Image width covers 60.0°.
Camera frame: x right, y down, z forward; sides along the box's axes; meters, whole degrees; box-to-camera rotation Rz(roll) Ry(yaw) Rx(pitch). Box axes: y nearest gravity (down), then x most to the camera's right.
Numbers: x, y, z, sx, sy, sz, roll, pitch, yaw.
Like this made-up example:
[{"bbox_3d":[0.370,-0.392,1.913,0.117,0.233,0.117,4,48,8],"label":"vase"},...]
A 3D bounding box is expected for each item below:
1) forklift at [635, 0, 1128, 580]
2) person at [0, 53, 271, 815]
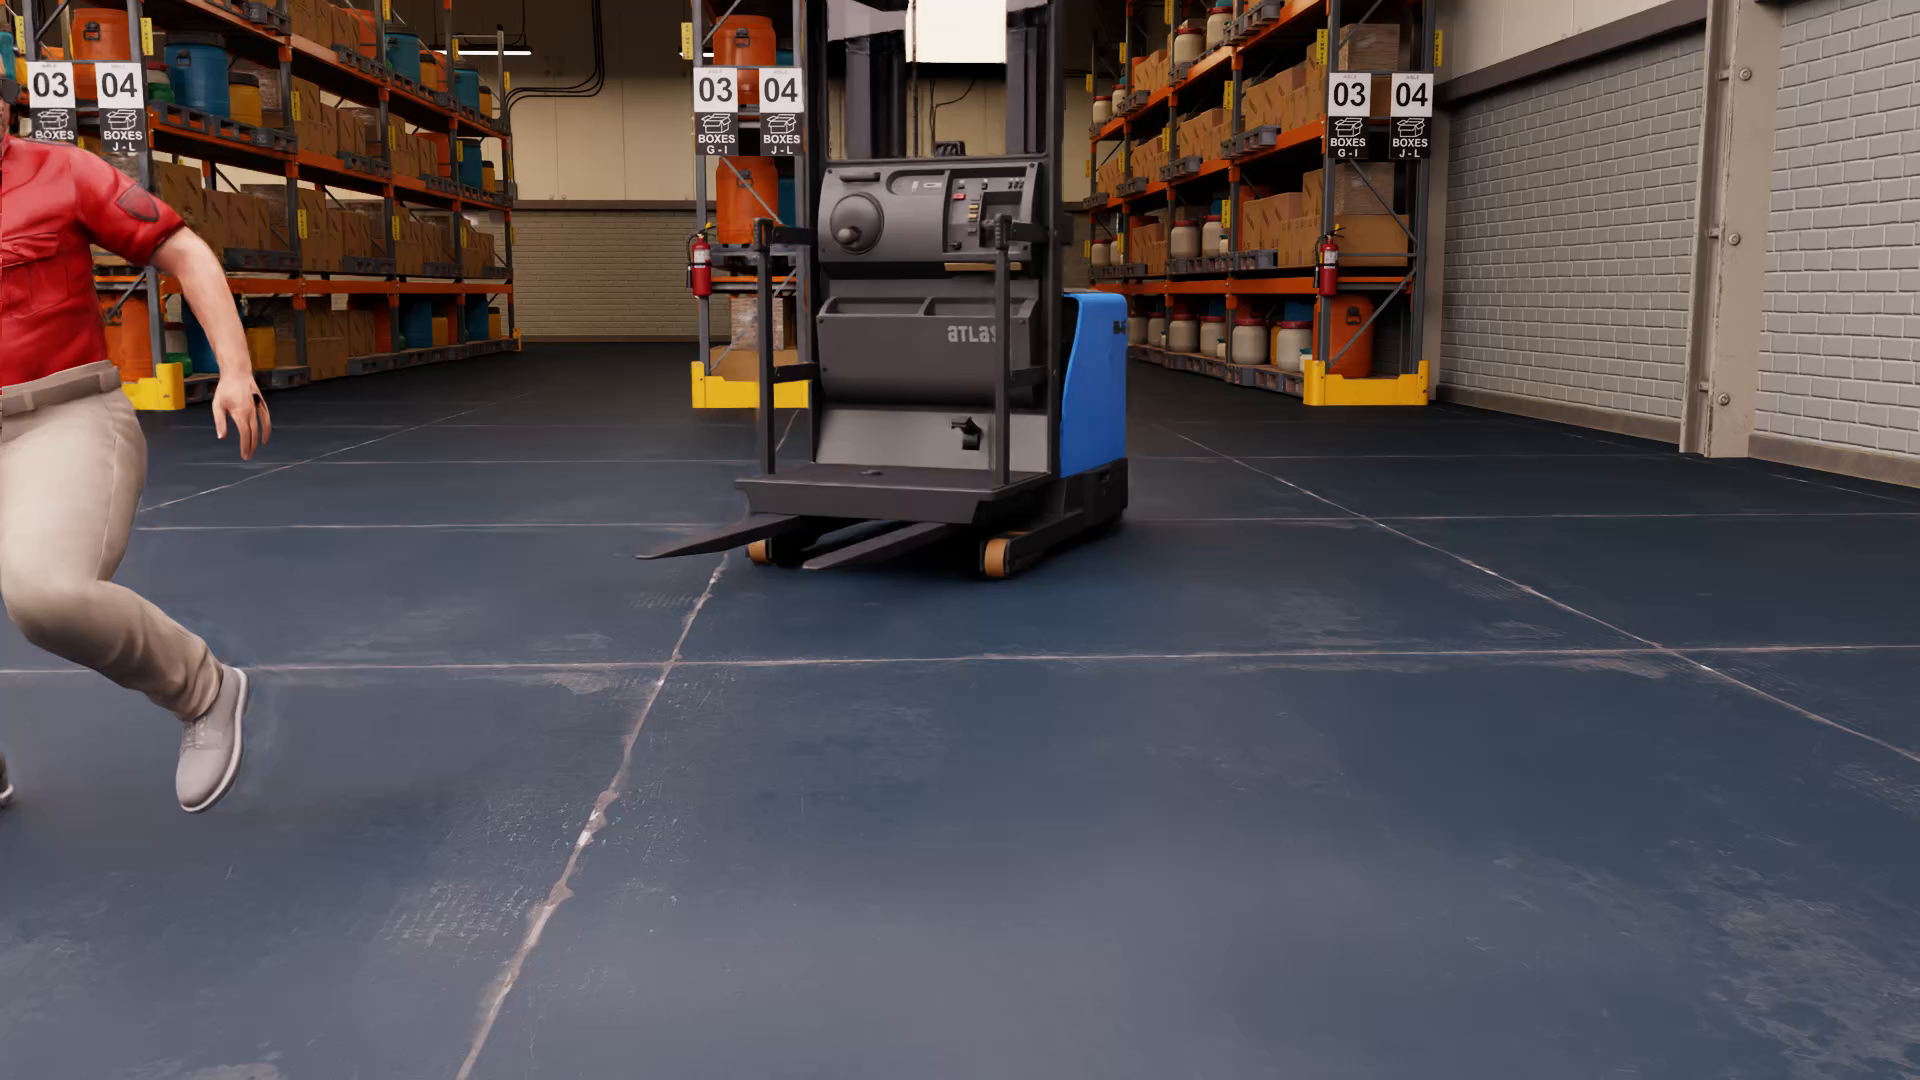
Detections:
[{"bbox_3d":[-0.209,-1.365,6.523,1.130,2.935,3.031,3,9,21],"label":"forklift"},{"bbox_3d":[-1.896,-0.197,3.285,0.949,1.616,0.529,1,9,9],"label":"person"}]
